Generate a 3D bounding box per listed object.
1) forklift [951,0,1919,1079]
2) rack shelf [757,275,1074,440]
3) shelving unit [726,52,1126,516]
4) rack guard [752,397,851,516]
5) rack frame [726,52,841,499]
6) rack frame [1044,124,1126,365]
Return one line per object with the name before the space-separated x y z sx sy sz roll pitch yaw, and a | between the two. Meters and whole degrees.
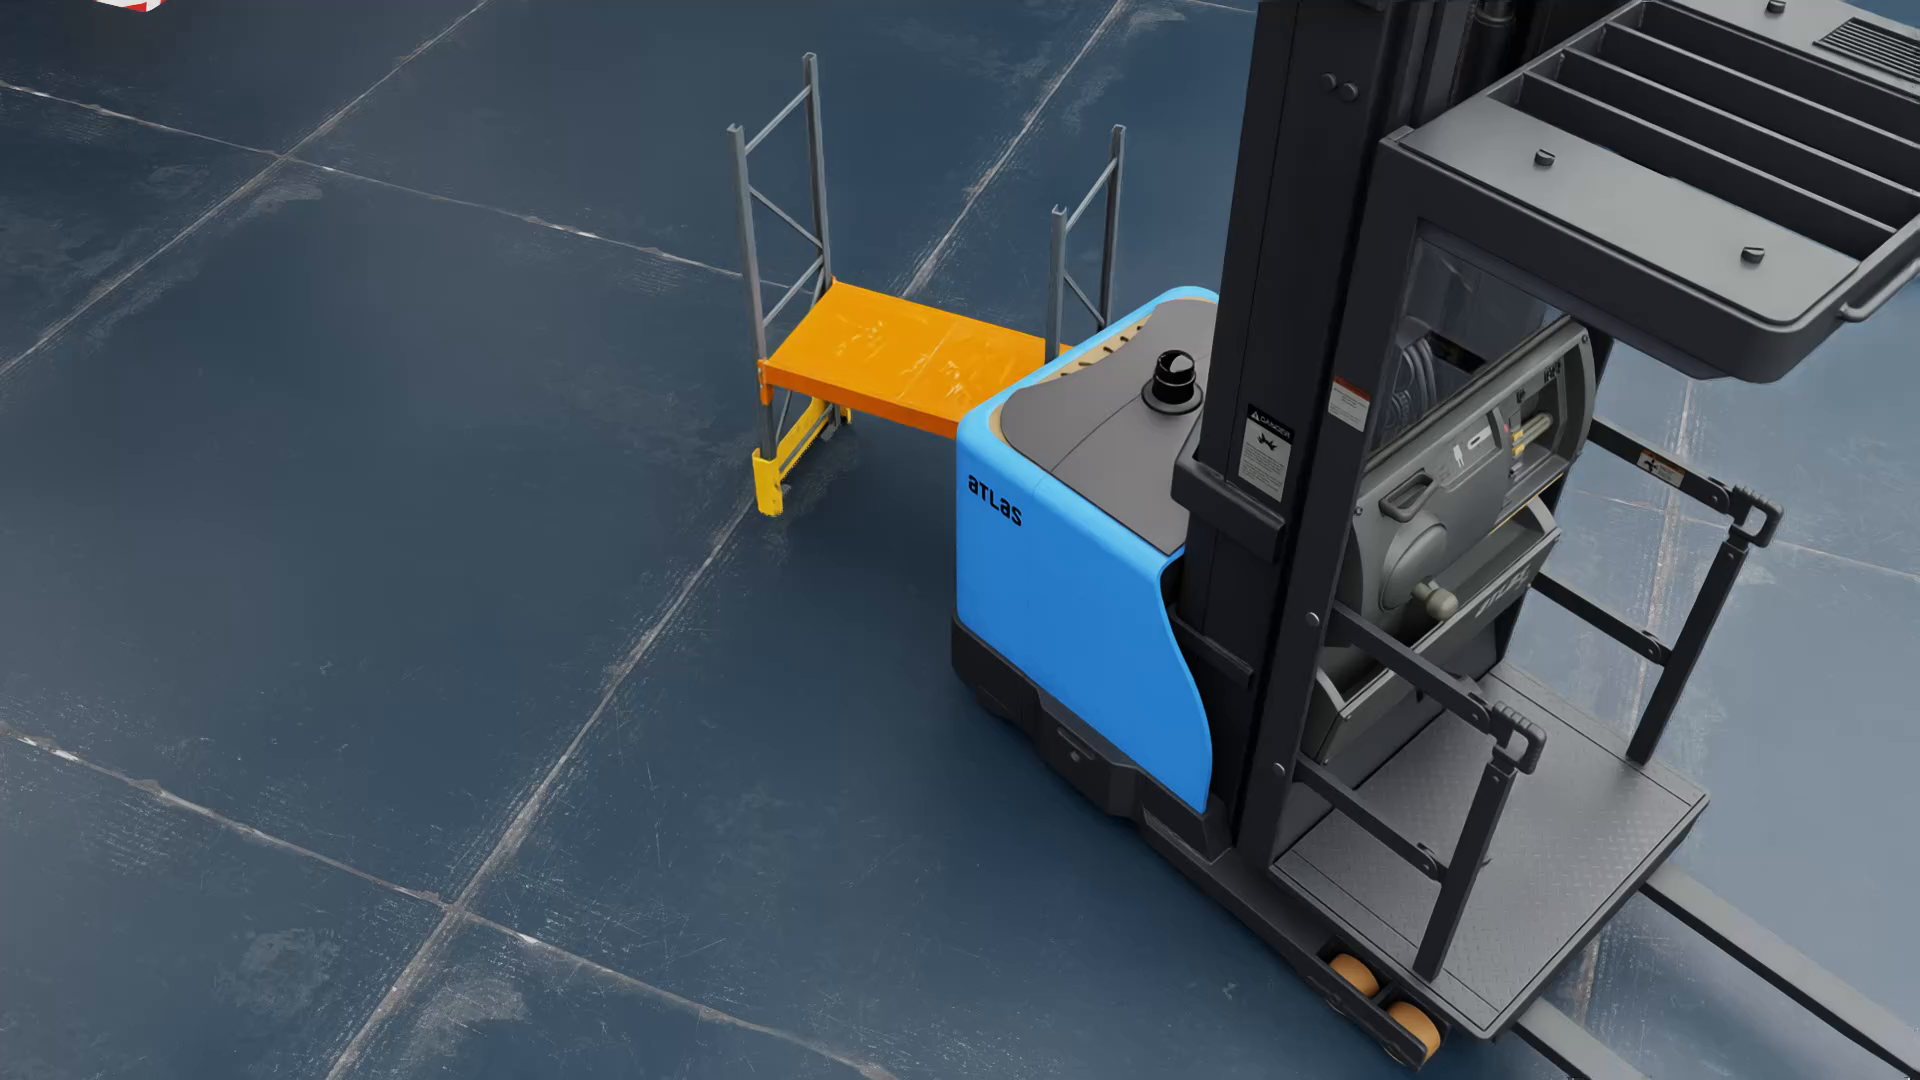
forklift | 1.344 -0.078 3.750 1.130 2.935 3.031 -33 54 -29
rack shelf | -0.098 -0.536 5.480 1.000 0.185 0.538 18 48 17
shelving unit | -0.106 -0.666 5.356 1.083 1.500 0.587 18 48 17
rack guard | -0.559 -0.369 5.944 0.087 0.250 0.587 18 48 17
rack frame | -0.560 -0.813 5.503 0.032 1.500 0.500 18 48 17
rack frame | 0.365 -0.514 5.204 0.032 1.500 0.500 18 48 17
